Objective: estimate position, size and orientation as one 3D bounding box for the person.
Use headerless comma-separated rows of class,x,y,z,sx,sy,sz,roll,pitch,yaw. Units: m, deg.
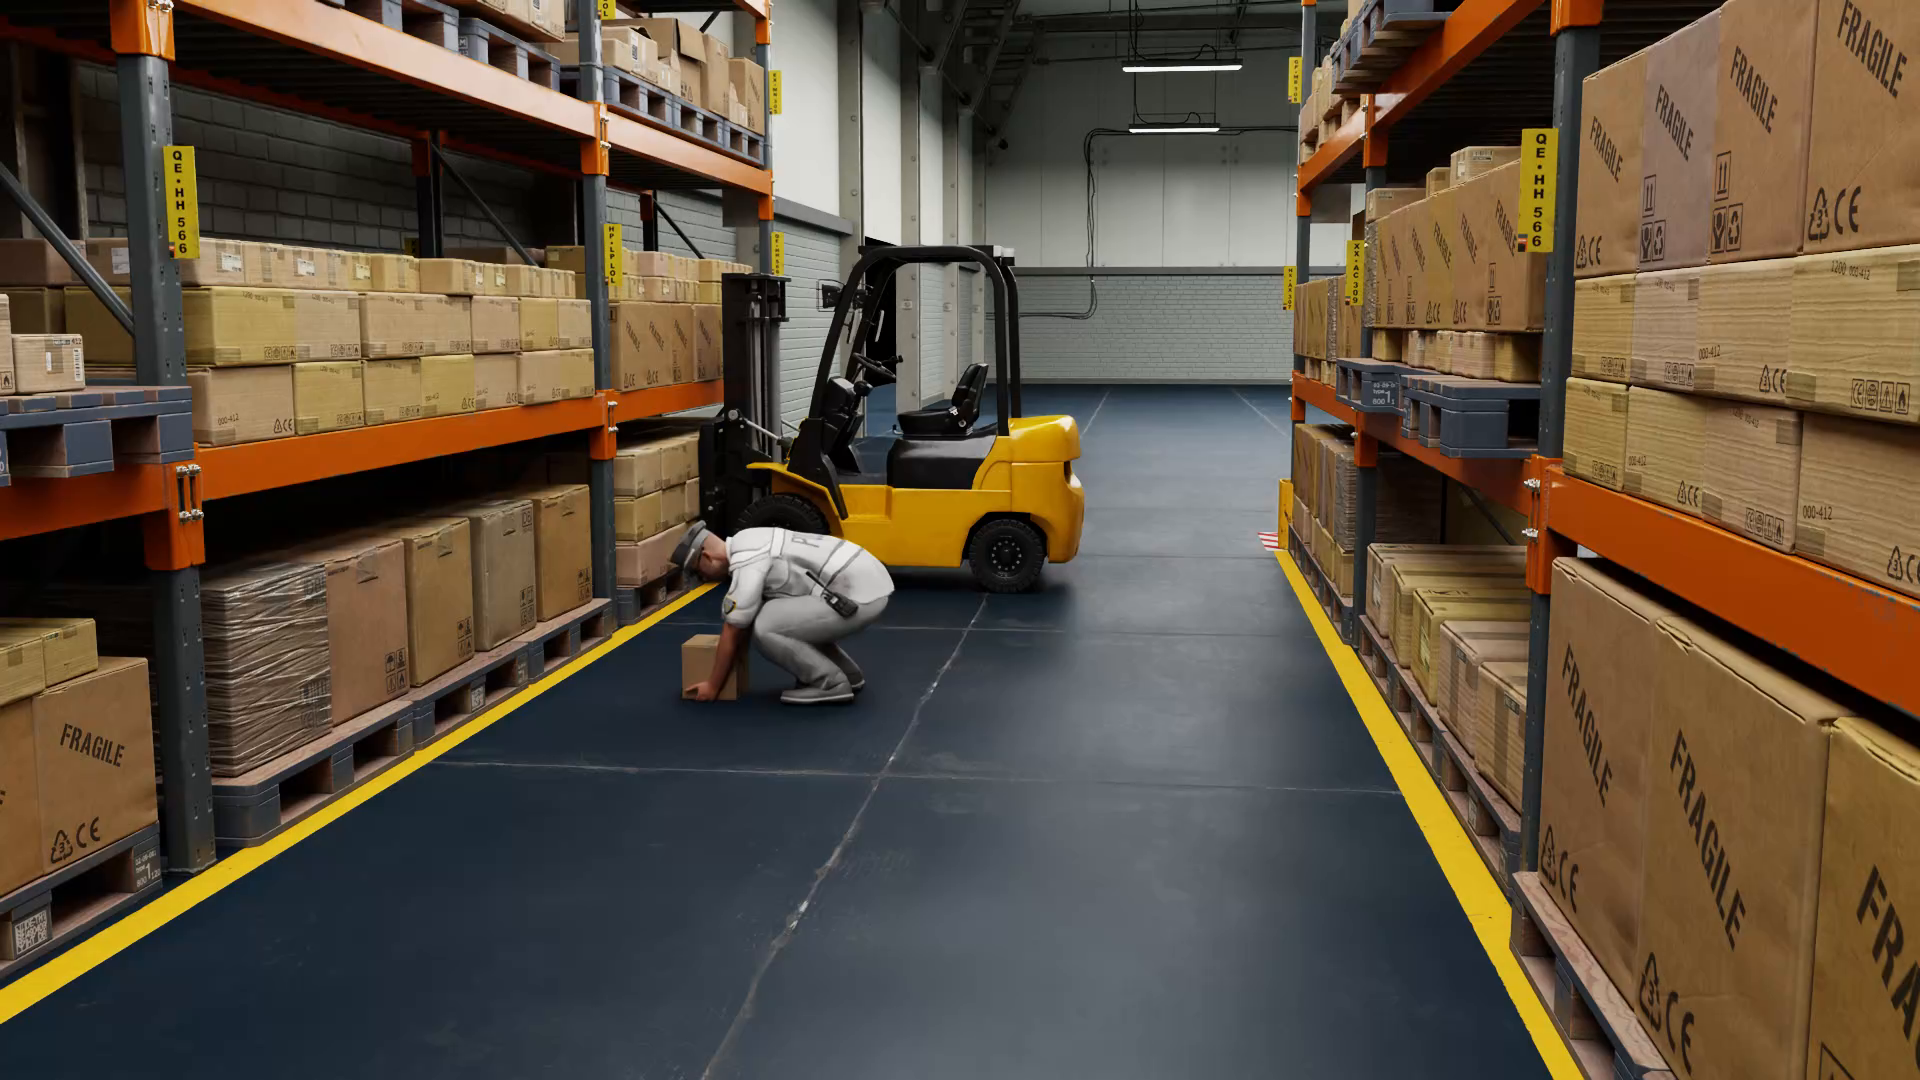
person,-0.806,0.333,7.528,1.008,0.855,0.536,1,8,5
